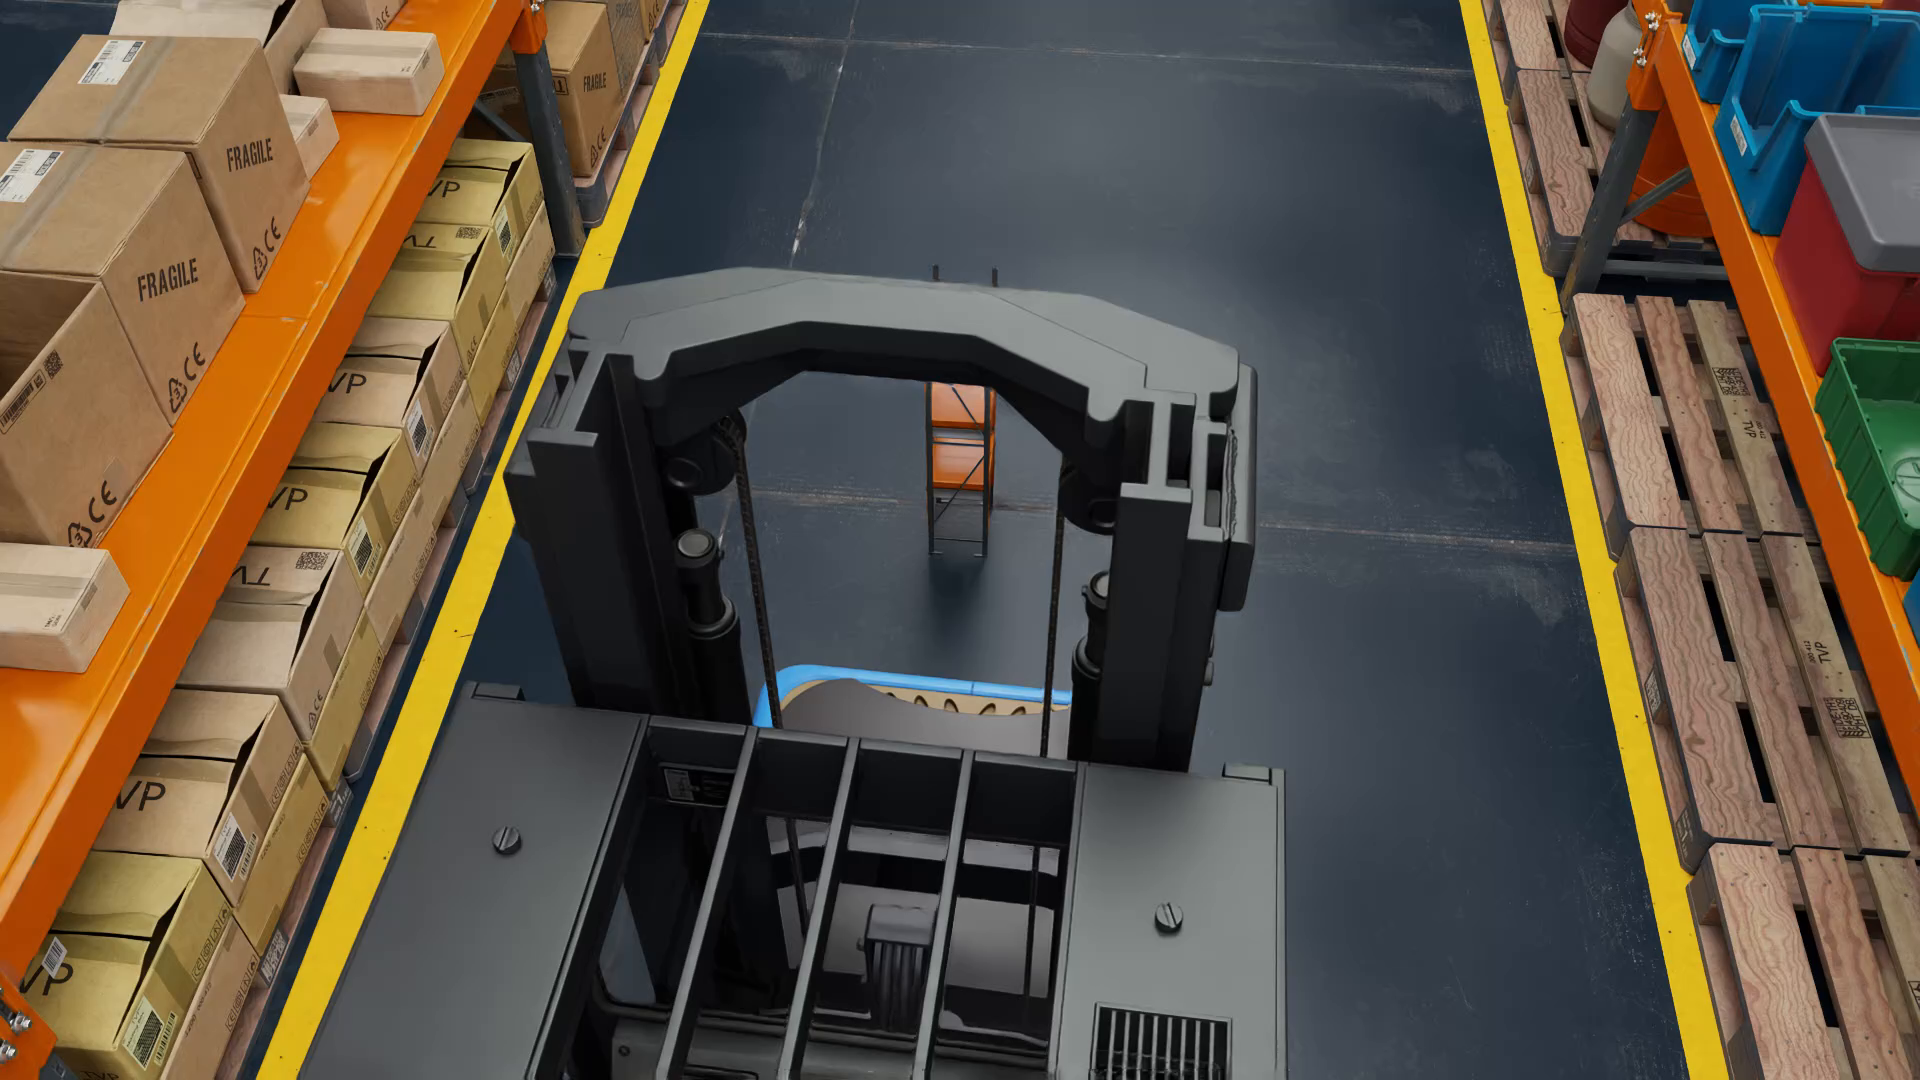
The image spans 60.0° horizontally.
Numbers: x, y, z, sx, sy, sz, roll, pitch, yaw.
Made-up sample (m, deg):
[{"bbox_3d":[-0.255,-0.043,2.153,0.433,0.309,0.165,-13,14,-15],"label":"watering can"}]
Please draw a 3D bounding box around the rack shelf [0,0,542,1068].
[{"bbox_3d":[-2.232,-0.527,4.687,1.077,0.370,4.000,4,48,4],"label":"rack shelf"}]

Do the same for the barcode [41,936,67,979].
[{"bbox_3d":[-1.976,0.911,3.629,0.001,0.075,0.075,4,48,4],"label":"barcode"}]

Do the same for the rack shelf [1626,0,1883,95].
[{"bbox_3d":[3.065,-3.131,7.068,1.077,0.370,4.000,4,48,4],"label":"rack shelf"}]

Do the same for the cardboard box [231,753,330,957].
[{"bbox_3d":[-2.083,0.830,4.536,0.500,0.250,0.500,5,48,5],"label":"cardboard box"}]

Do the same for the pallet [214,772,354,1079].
[{"bbox_3d":[-2.386,1.096,4.604,1.003,0.211,1.213,4,48,4],"label":"pallet"}]

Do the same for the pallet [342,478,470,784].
[{"bbox_3d":[-2.277,0.198,5.426,1.003,0.211,1.213,4,48,4],"label":"pallet"}]

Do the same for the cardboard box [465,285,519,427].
[{"bbox_3d":[-1.898,-0.672,5.910,0.500,0.250,0.500,3,48,3],"label":"cardboard box"}]

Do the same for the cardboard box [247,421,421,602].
[{"bbox_3d":[-1.990,-0.120,5.026,0.500,0.311,0.500,5,48,5],"label":"cardboard box"}]

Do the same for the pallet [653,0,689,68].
[{"bbox_3d":[-1.830,-2.739,8.112,1.003,0.211,1.213,4,48,4],"label":"pallet"}]

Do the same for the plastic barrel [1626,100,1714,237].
[{"bbox_3d":[2.910,-1.674,6.434,0.600,0.830,0.708,4,48,4],"label":"plastic barrel"}]

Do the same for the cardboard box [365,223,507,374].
[{"bbox_3d":[-1.893,-0.859,5.702,0.500,0.311,0.500,3,48,3],"label":"cardboard box"}]

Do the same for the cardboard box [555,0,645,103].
[{"bbox_3d":[-1.682,-2.245,7.166,0.500,0.500,0.500,2,48,2],"label":"cardboard box"}]

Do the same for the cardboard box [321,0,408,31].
[{"bbox_3d":[-2.126,-1.945,5.557,0.500,0.311,0.500,7,48,6],"label":"cardboard box"}]

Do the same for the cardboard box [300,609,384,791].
[{"bbox_3d":[-2.038,0.450,4.885,0.500,0.250,0.500,3,48,2],"label":"cardboard box"}]

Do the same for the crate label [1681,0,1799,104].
[{"bbox_3d":[2.471,-1.563,5.260,0.303,0.233,0.416,4,48,4],"label":"crate label"}]

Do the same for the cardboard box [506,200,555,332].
[{"bbox_3d":[-1.855,-1.051,6.257,0.500,0.250,0.500,5,48,4],"label":"cardboard box"}]

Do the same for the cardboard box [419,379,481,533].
[{"bbox_3d":[-1.947,-0.302,5.572,0.500,0.250,0.500,5,48,4],"label":"cardboard box"}]

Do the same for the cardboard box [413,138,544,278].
[{"bbox_3d":[-1.852,-1.241,6.051,0.500,0.311,0.500,5,48,5],"label":"cardboard box"}]

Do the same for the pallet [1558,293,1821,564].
[{"bbox_3d":[2.773,-0.396,5.969,1.003,0.211,1.213,4,48,4],"label":"pallet"}]

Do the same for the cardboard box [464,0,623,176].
[{"bbox_3d":[-1.724,-1.860,6.814,0.500,0.500,0.500,6,48,5],"label":"cardboard box"}]

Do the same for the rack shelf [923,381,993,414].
[{"bbox_3d":[0.005,-0.578,5.197,0.215,0.259,0.240,4,48,4],"label":"rack shelf"}]

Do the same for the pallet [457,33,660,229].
[{"bbox_3d":[-1.944,-1.845,7.294,1.003,0.211,1.213,4,48,4],"label":"pallet"}]

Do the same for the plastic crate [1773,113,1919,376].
[{"bbox_3d":[2.431,-0.759,4.368,0.402,0.464,0.583,4,48,4],"label":"plastic crate"}]

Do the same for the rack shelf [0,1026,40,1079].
[{"bbox_3d":[-2.597,2.412,1.999,1.077,0.370,4.000,4,48,4],"label":"rack shelf"}]

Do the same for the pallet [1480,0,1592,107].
[{"bbox_3d":[3.027,-2.439,7.838,1.003,0.211,1.213,4,48,4],"label":"pallet"}]

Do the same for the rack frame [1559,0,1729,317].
[{"bbox_3d":[2.883,-1.904,5.459,1.000,3.000,0.127,4,48,4],"label":"rack frame"}]

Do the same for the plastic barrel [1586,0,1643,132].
[{"bbox_3d":[2.873,-1.988,6.937,0.421,0.512,0.421,0,48,0],"label":"plastic barrel"}]

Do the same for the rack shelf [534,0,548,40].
[{"bbox_3d":[-1.867,-3.467,7.376,1.077,0.370,4.000,4,48,4],"label":"rack shelf"}]

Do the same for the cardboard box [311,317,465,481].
[{"bbox_3d":[-1.942,-0.488,5.363,0.500,0.311,0.500,4,48,3],"label":"cardboard box"}]

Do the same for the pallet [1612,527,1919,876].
[{"bbox_3d":[2.660,0.498,5.152,1.003,0.211,1.213,4,48,4],"label":"pallet"}]

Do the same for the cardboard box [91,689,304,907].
[{"bbox_3d":[-2.078,0.642,4.329,0.500,0.311,0.500,3,48,3],"label":"cardboard box"}]

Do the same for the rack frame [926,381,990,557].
[{"bbox_3d":[-0.006,-0.304,5.317,0.200,1.050,0.008,4,48,4],"label":"rack frame"}]

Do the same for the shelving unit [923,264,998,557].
[{"bbox_3d":[0.005,-0.394,5.399,0.215,1.050,0.252,4,48,4],"label":"shelving unit"}]

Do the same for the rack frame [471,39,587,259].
[{"bbox_3d":[-2.050,-2.240,5.766,1.000,3.000,0.127,4,48,4],"label":"rack frame"}]

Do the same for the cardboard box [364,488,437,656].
[{"bbox_3d":[-1.991,0.076,5.227,0.500,0.250,0.500,5,48,4],"label":"cardboard box"}]

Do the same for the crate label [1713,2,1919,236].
[{"bbox_3d":[2.523,-1.204,4.795,0.502,0.435,0.616,4,48,4],"label":"crate label"}]

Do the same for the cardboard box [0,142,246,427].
[{"bbox_3d":[-2.234,-0.653,4.246,0.500,0.500,0.500,4,48,4],"label":"cardboard box"}]

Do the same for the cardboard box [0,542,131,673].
[{"bbox_3d":[-2.130,0.147,3.753,0.380,0.149,0.250,4,48,4],"label":"cardboard box"}]

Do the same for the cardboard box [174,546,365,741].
[{"bbox_3d":[-2.032,0.262,4.677,0.500,0.311,0.500,2,48,2],"label":"cardboard box"}]

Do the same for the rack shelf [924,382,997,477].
[{"bbox_3d":[0.005,-0.386,5.406,0.215,0.259,0.240,4,48,4],"label":"rack shelf"}]

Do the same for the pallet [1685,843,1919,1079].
[{"bbox_3d":[2.551,1.397,4.329,1.003,0.211,1.213,4,48,4],"label":"pallet"}]

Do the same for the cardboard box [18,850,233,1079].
[{"bbox_3d":[-2.129,1.009,3.993,0.500,0.311,0.500,4,48,4],"label":"cardboard box"}]

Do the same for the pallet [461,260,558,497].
[{"bbox_3d":[-2.164,-0.696,6.244,1.003,0.211,1.213,4,48,4],"label":"pallet"}]

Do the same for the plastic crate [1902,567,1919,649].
[{"bbox_3d":[2.309,0.209,3.537,0.392,0.384,0.575,4,48,4],"label":"plastic crate"}]

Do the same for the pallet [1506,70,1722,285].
[{"bbox_3d":[2.913,-1.545,7.020,1.003,0.211,1.213,4,48,4],"label":"pallet"}]

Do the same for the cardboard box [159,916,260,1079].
[{"bbox_3d":[-2.131,1.206,4.193,0.500,0.250,0.500,3,48,3],"label":"cardboard box"}]

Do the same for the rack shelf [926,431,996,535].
[{"bbox_3d":[0.005,-0.199,5.611,0.215,0.259,0.240,4,48,4],"label":"rack shelf"}]

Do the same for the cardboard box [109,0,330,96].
[{"bbox_3d":[-2.324,-1.566,5.210,0.500,0.311,0.500,3,48,3],"label":"cardboard box"}]

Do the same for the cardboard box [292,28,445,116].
[{"bbox_3d":[-1.857,-1.476,5.237,0.380,0.149,0.250,4,48,4],"label":"cardboard box"}]

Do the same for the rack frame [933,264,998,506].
[{"bbox_3d":[0.016,-0.483,5.481,0.200,1.050,0.008,4,48,4],"label":"rack frame"}]

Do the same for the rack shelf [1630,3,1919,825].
[{"bbox_3d":[2.700,-0.192,4.380,1.077,0.370,4.000,4,48,4],"label":"rack shelf"}]

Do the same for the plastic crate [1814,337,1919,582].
[{"bbox_3d":[2.396,-0.192,4.036,0.450,0.188,0.662,4,48,4],"label":"plastic crate"}]

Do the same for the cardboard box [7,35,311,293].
[{"bbox_3d":[-2.186,-1.040,4.600,0.500,0.500,0.500,2,48,1],"label":"cardboard box"}]

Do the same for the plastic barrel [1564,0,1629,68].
[{"bbox_3d":[3.013,-2.422,7.282,0.600,0.588,0.708,4,48,4],"label":"plastic barrel"}]

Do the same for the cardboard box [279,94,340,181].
[{"bbox_3d":[-2.110,-1.214,4.998,0.380,0.149,0.250,7,48,6],"label":"cardboard box"}]

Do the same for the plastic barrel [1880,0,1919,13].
[{"bbox_3d":[3.142,-1.589,5.078,0.600,0.536,0.708,4,48,4],"label":"plastic barrel"}]

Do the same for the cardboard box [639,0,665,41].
[{"bbox_3d":[-1.631,-2.613,7.503,0.500,0.500,0.500,3,48,3],"label":"cardboard box"}]

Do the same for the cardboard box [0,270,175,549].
[{"bbox_3d":[-2.280,-0.285,3.910,0.500,0.500,0.500,7,48,6],"label":"cardboard box"}]

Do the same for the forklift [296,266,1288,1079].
[{"bbox_3d":[-0.162,1.155,2.707,1.130,2.935,3.031,6,48,5],"label":"forklift"}]
